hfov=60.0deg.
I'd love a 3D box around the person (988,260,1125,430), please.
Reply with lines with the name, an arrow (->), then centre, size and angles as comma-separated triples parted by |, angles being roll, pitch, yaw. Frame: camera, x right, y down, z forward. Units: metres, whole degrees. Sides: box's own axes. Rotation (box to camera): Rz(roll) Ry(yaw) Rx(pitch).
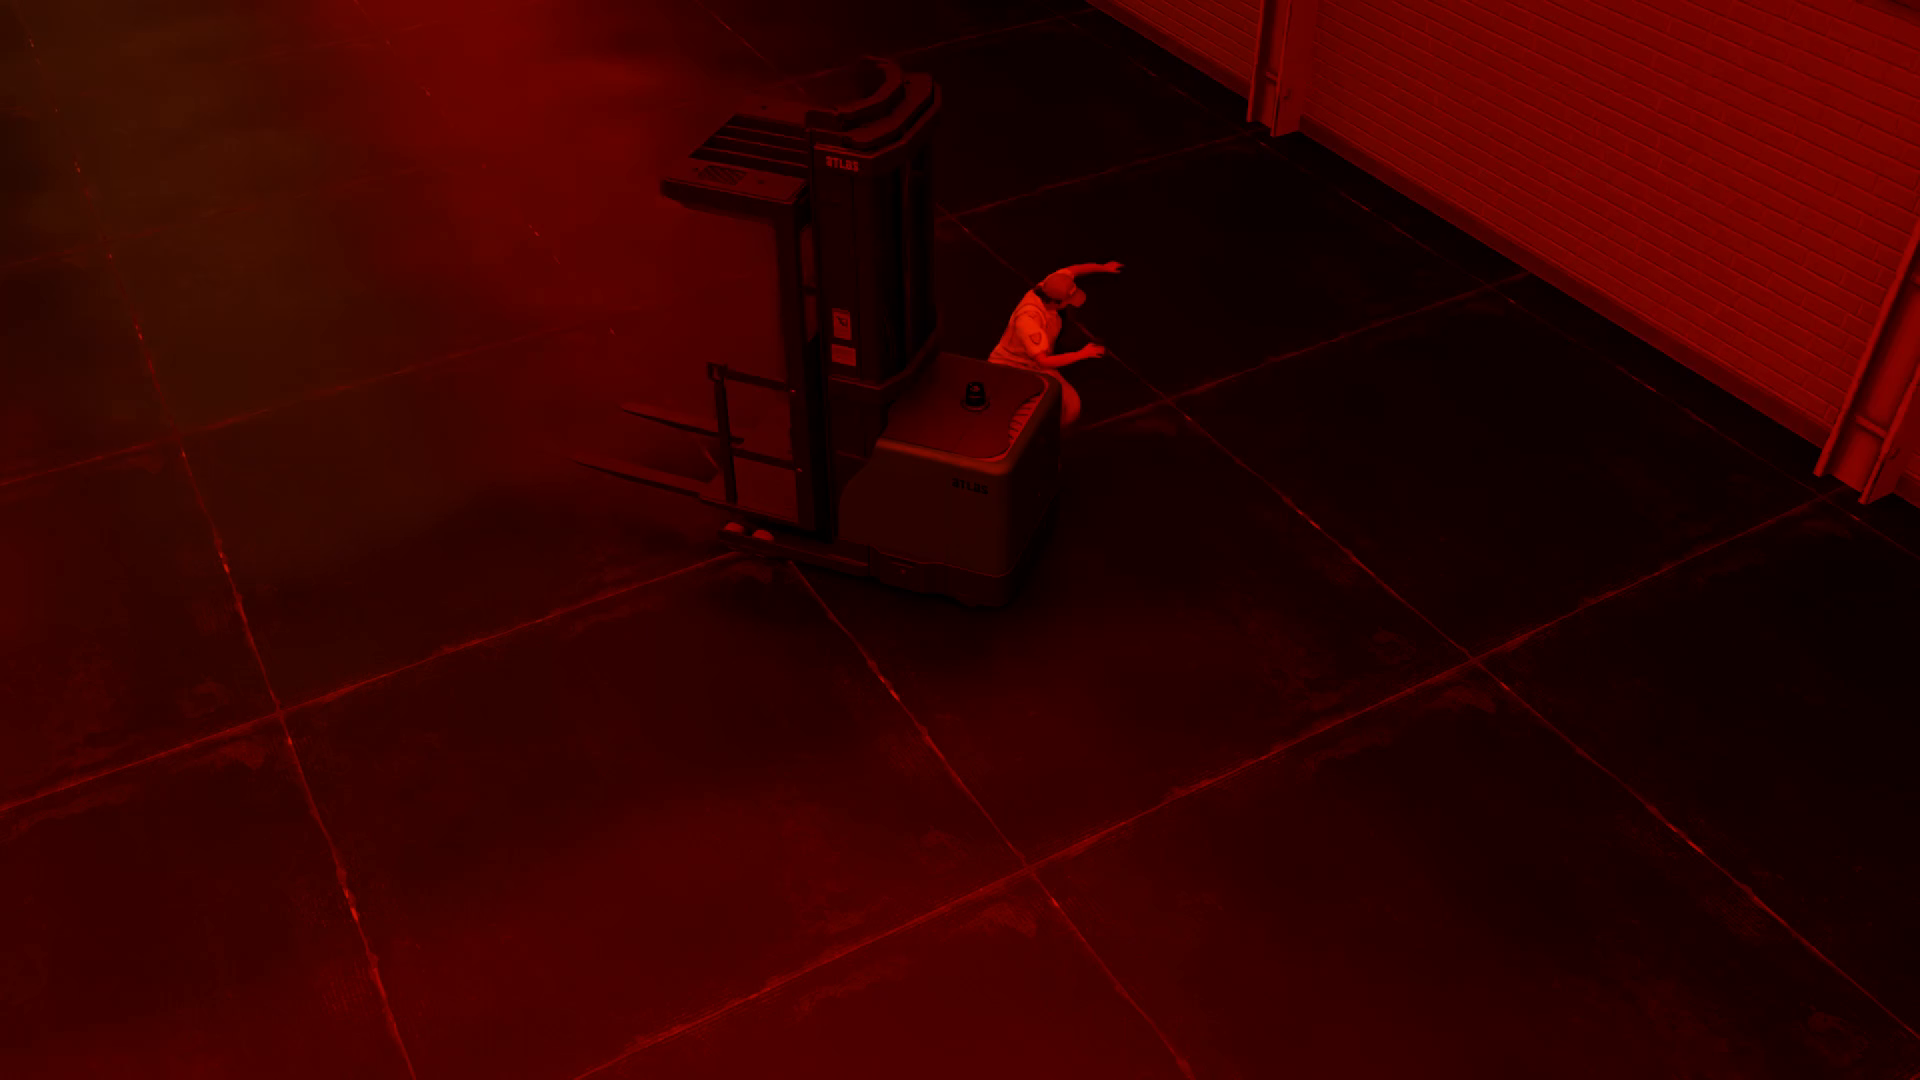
person -> 0.581, -1.087, 10.569 | 0.792, 1.390, 1.526 | 18, 43, 21

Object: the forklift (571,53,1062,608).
forklift -> -0.951, -1.322, 9.631 | 3.031, 2.935, 1.130 | 14, 42, 16
